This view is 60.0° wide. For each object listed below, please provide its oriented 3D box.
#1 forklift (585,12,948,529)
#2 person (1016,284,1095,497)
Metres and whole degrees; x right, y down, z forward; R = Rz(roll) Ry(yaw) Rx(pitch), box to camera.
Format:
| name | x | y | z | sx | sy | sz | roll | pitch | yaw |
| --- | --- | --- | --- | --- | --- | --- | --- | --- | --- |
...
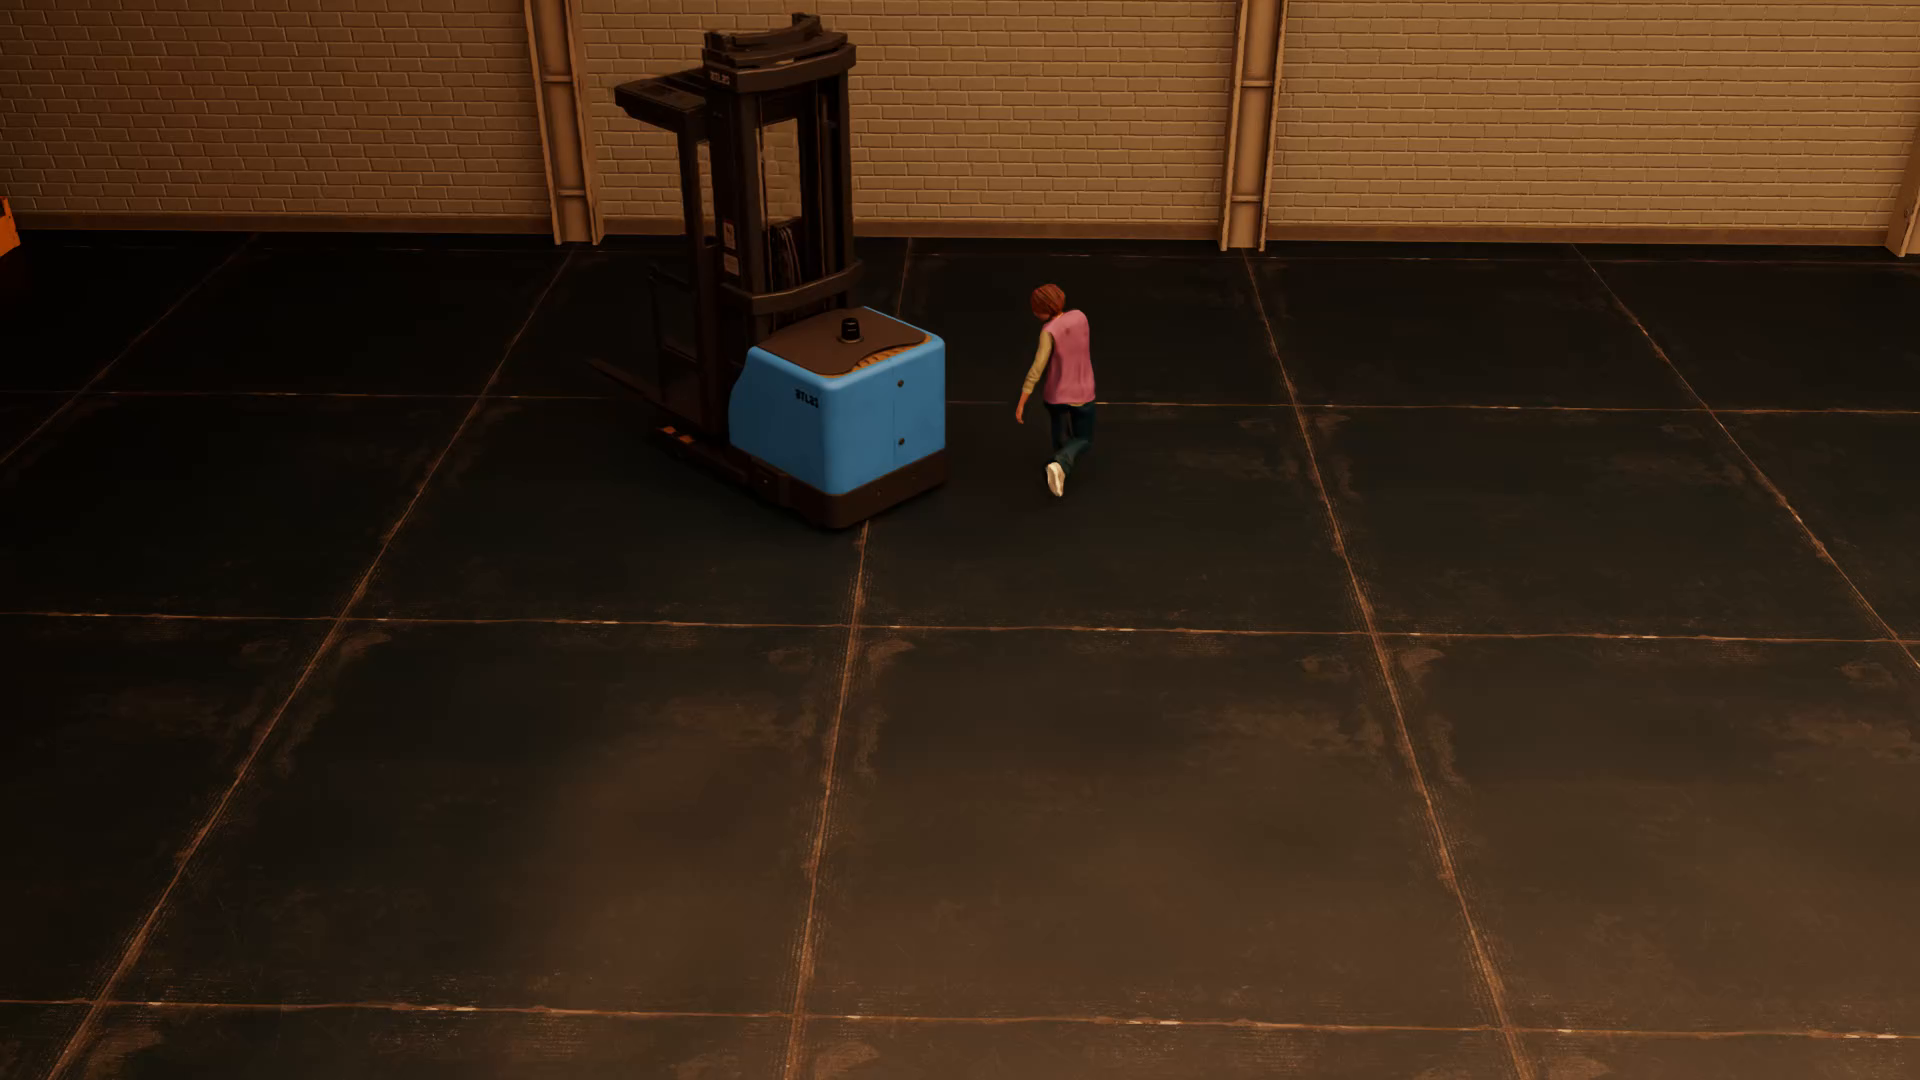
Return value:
| name | x | y | z | sx | sy | sz | roll | pitch | yaw |
| --- | --- | --- | --- | --- | --- | --- | --- | --- | --- |
| forklift | -1.476 | -1.980 | 10.972 | 1.130 | 2.935 | 3.031 | -27 | 40 | -37 |
| person | 0.621 | -0.973 | 10.850 | 0.539 | 1.370 | 0.809 | -1 | 31 | -3 |
